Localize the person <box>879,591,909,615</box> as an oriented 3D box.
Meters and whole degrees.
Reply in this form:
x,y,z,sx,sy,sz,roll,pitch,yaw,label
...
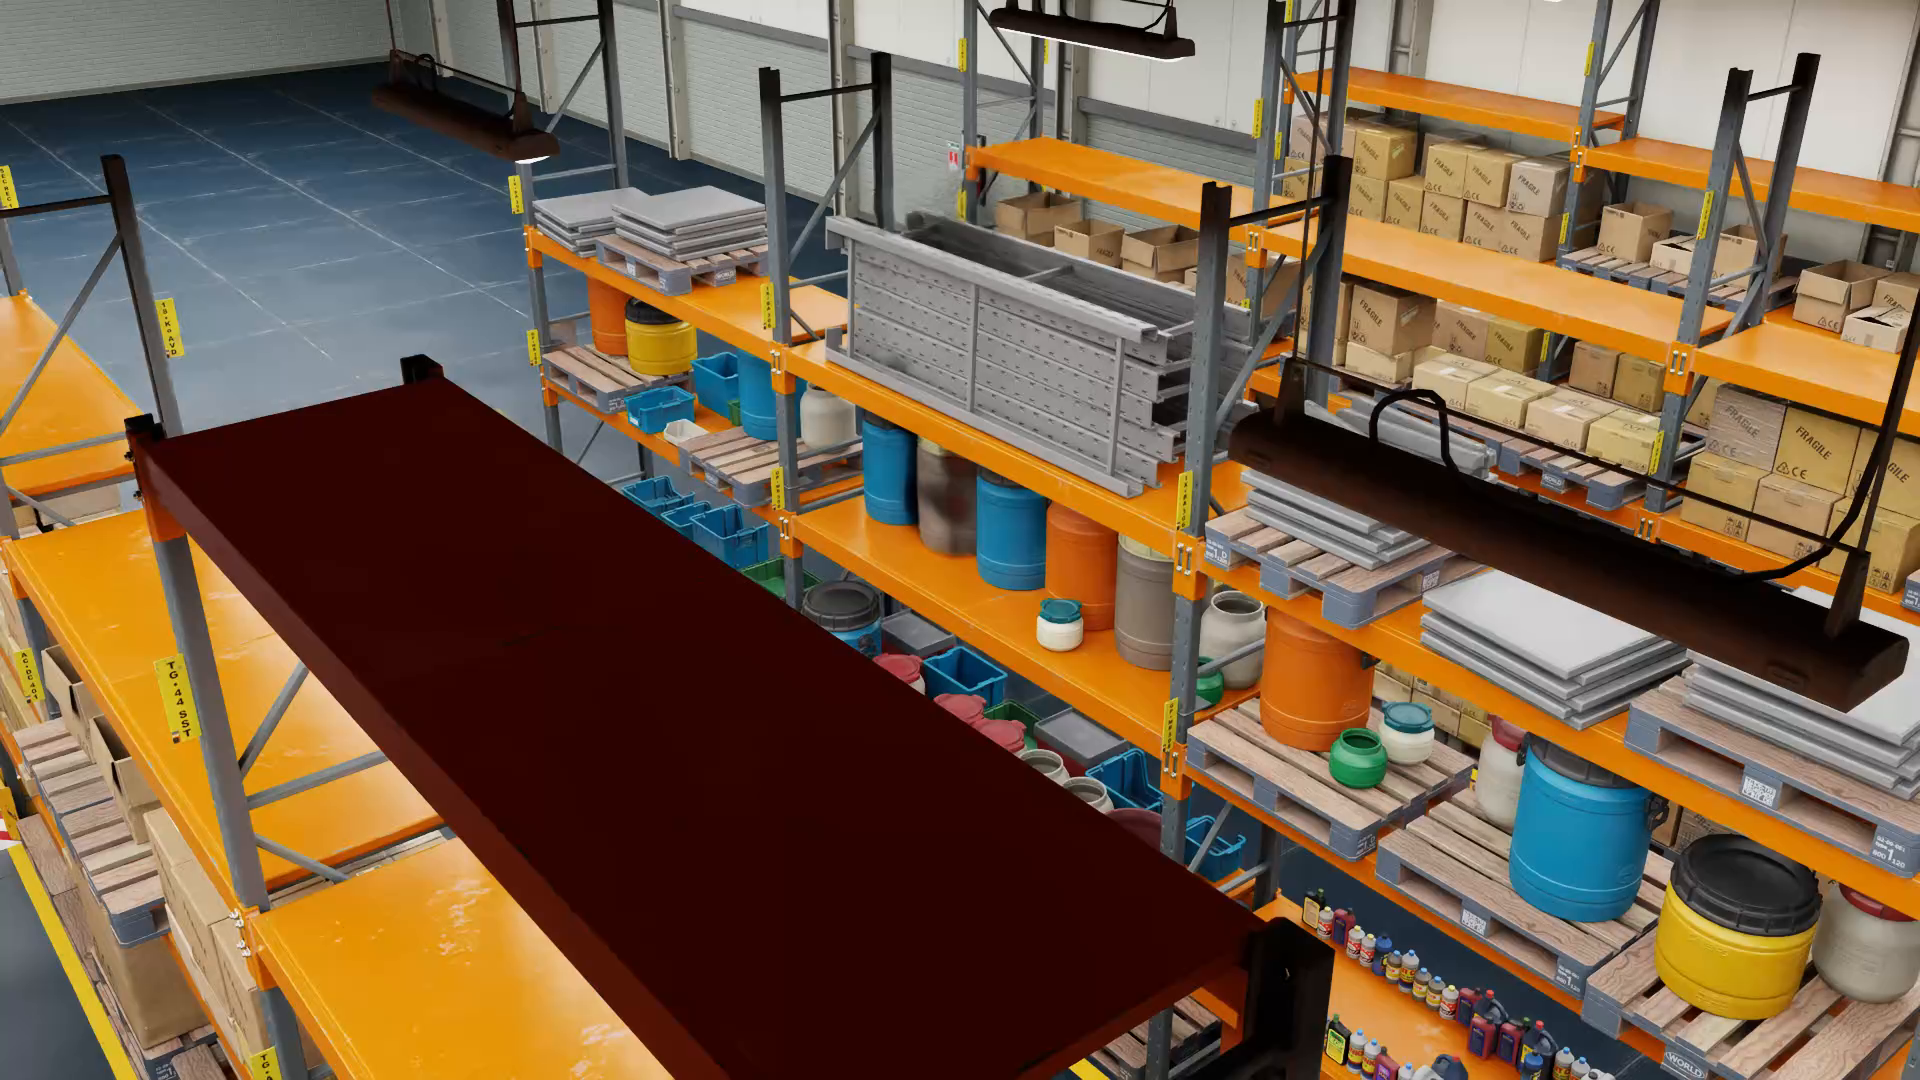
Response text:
x,y,z,sx,sy,sz,roll,pitch,yaw,label
-0.476,0.361,15.053,0.580,1.636,0.547,-17,31,-32,person
